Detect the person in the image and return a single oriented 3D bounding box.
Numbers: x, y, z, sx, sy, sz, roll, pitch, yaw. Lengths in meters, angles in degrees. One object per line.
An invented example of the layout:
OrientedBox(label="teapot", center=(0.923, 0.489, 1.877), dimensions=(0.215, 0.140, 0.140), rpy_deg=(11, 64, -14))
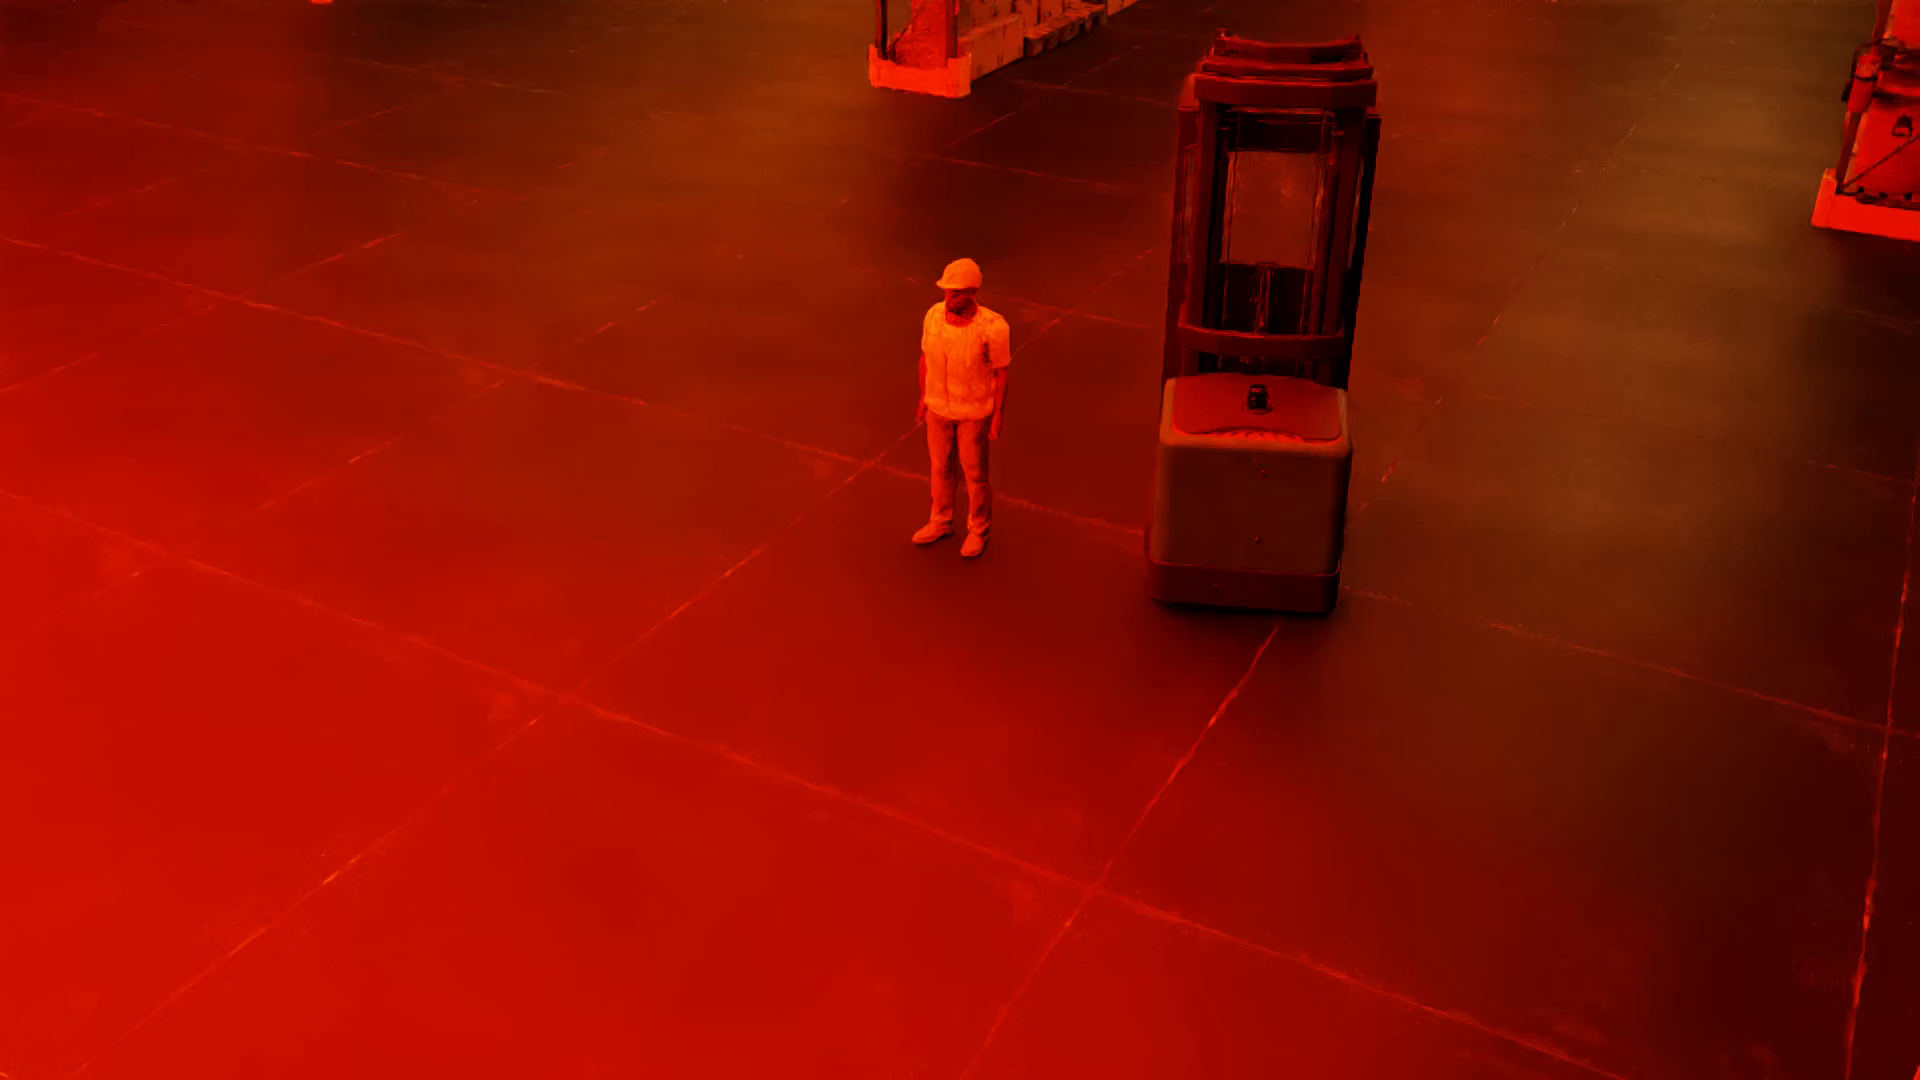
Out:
OrientedBox(label="person", center=(-0.005, -0.760, 9.551), dimensions=(0.559, 1.771, 0.367), rpy_deg=(15, 33, 25))

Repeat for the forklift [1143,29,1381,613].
OrientedBox(label="forklift", center=(1.787, -1.584, 9.815), dimensions=(1.130, 2.935, 3.031), rpy_deg=(4, 30, 8))
